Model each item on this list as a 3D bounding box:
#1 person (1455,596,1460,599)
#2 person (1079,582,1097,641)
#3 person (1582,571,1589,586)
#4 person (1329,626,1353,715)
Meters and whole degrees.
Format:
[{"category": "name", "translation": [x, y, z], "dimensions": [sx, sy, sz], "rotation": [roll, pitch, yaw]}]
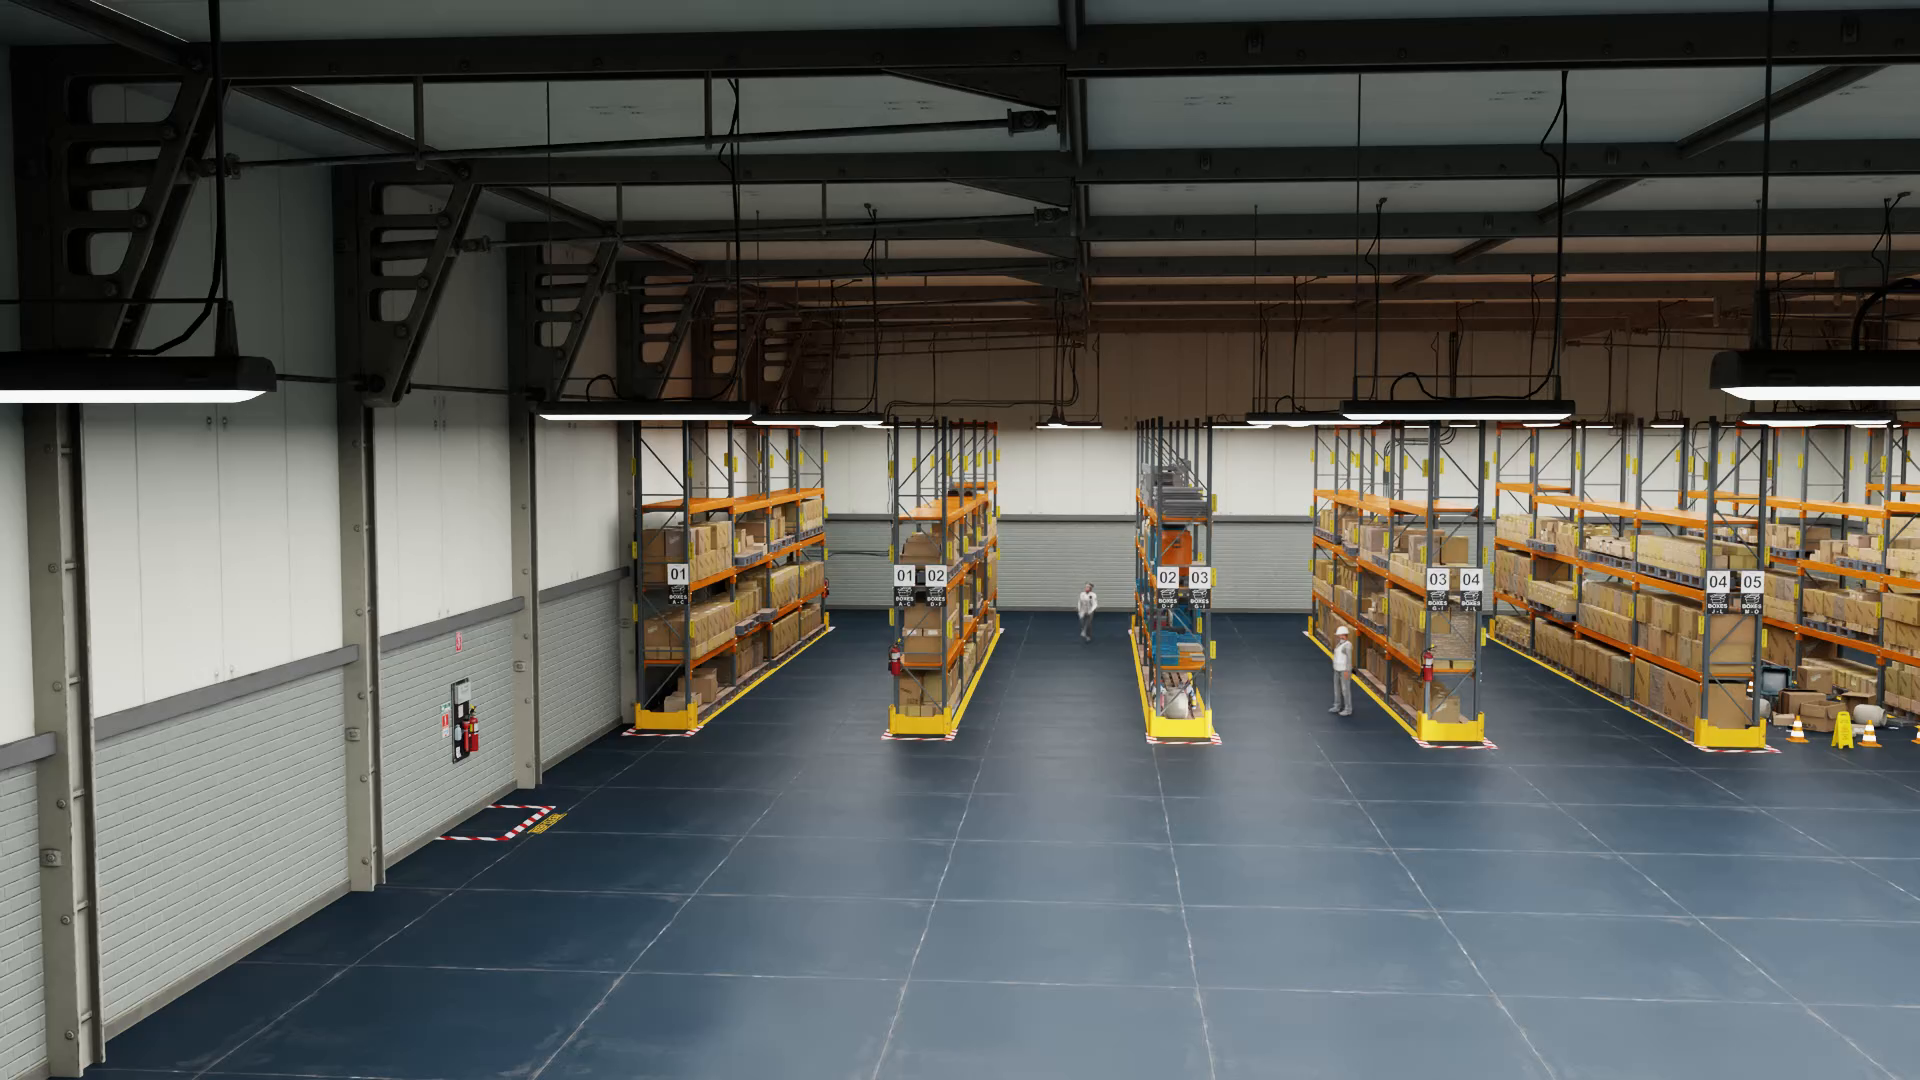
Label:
[{"category": "person", "translation": [13.686, 1.822, 46.465], "dimensions": [0.654, 1.793, 0.607], "rotation": [2, 4, 29]}, {"category": "person", "translation": [3.451, 1.949, 44.900], "dimensions": [0.502, 1.629, 0.908], "rotation": [0, 4, 5]}, {"category": "person", "translation": [17.875, 1.729, 47.615], "dimensions": [0.827, 1.728, 0.558], "rotation": [-1, 4, -8]}, {"category": "person", "translation": [7.738, 2.634, 33.716], "dimensions": [0.414, 1.773, 0.590], "rotation": [-1, 4, -14]}]
